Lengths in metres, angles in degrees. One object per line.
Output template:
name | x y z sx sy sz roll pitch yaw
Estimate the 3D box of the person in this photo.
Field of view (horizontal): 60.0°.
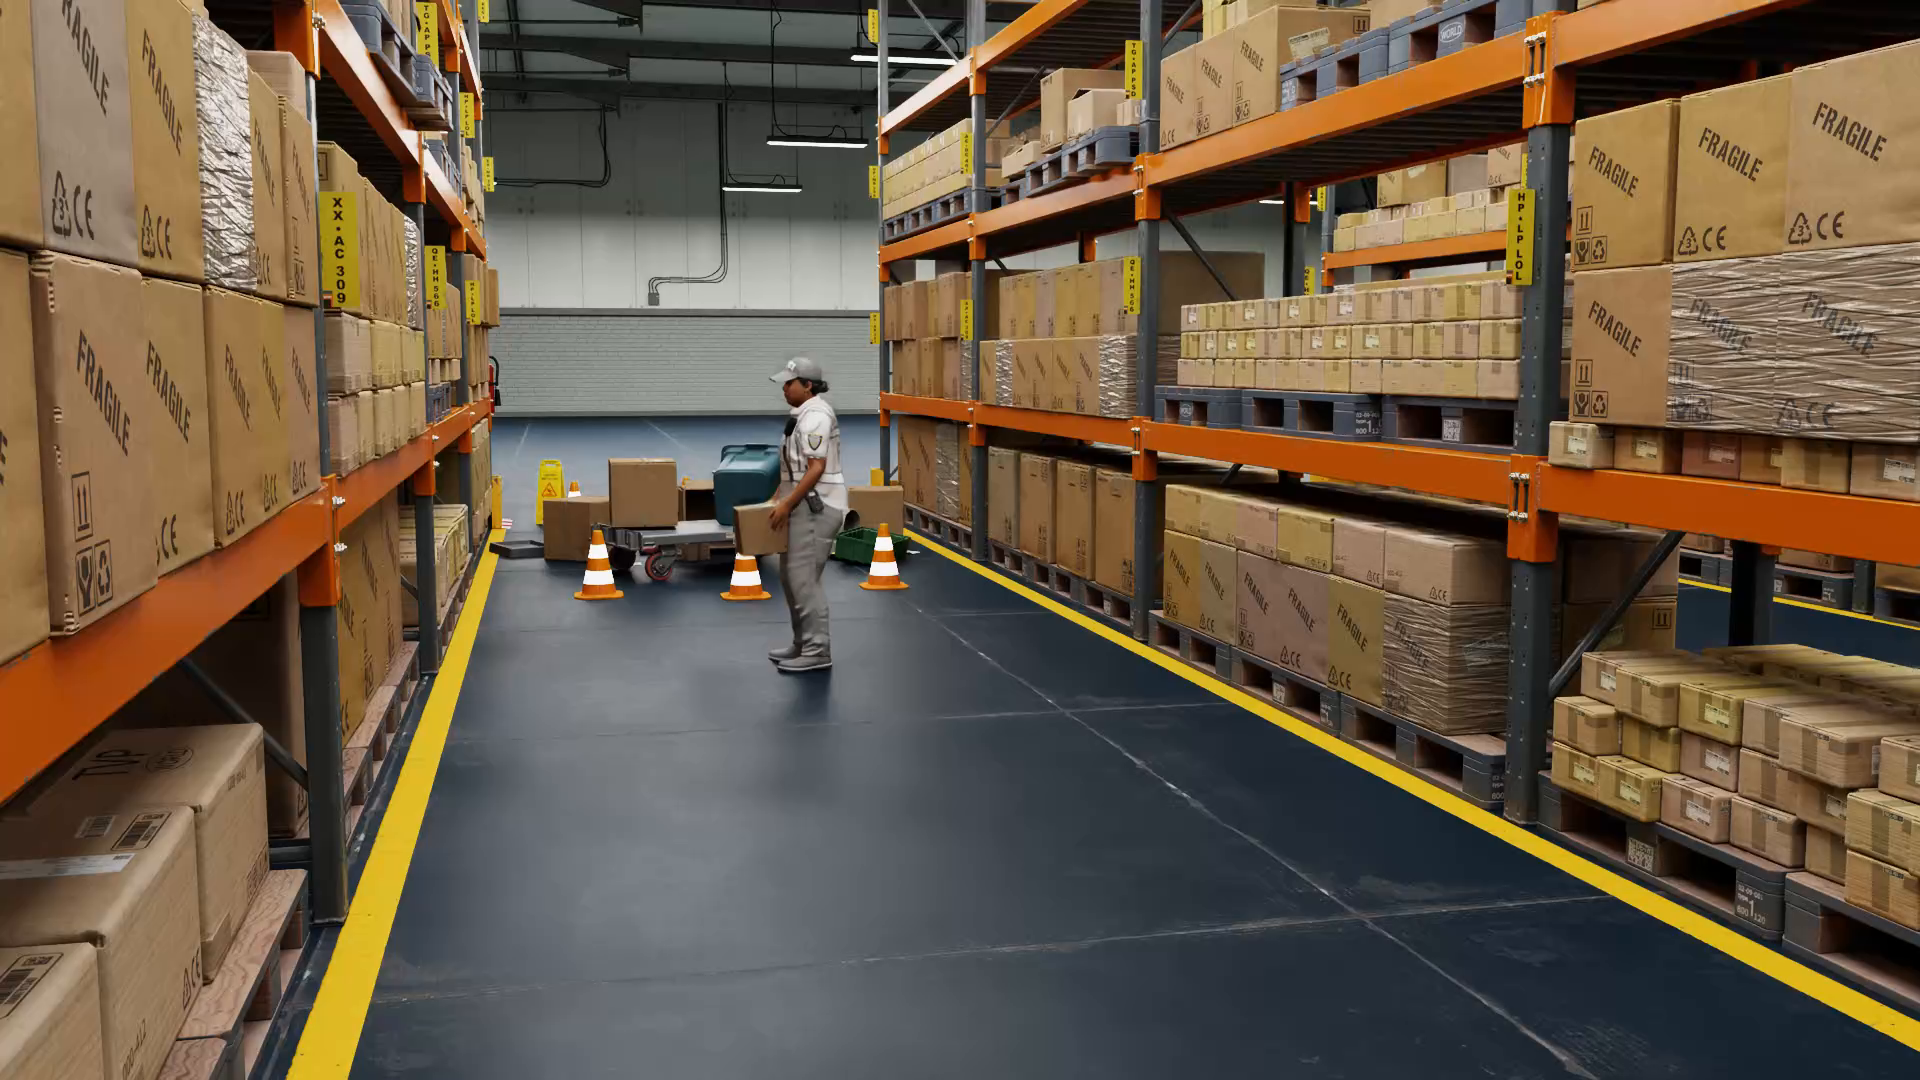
person | 2.098 -4.632 30.098 17.098 6.001 40.550 -2 6 -15
